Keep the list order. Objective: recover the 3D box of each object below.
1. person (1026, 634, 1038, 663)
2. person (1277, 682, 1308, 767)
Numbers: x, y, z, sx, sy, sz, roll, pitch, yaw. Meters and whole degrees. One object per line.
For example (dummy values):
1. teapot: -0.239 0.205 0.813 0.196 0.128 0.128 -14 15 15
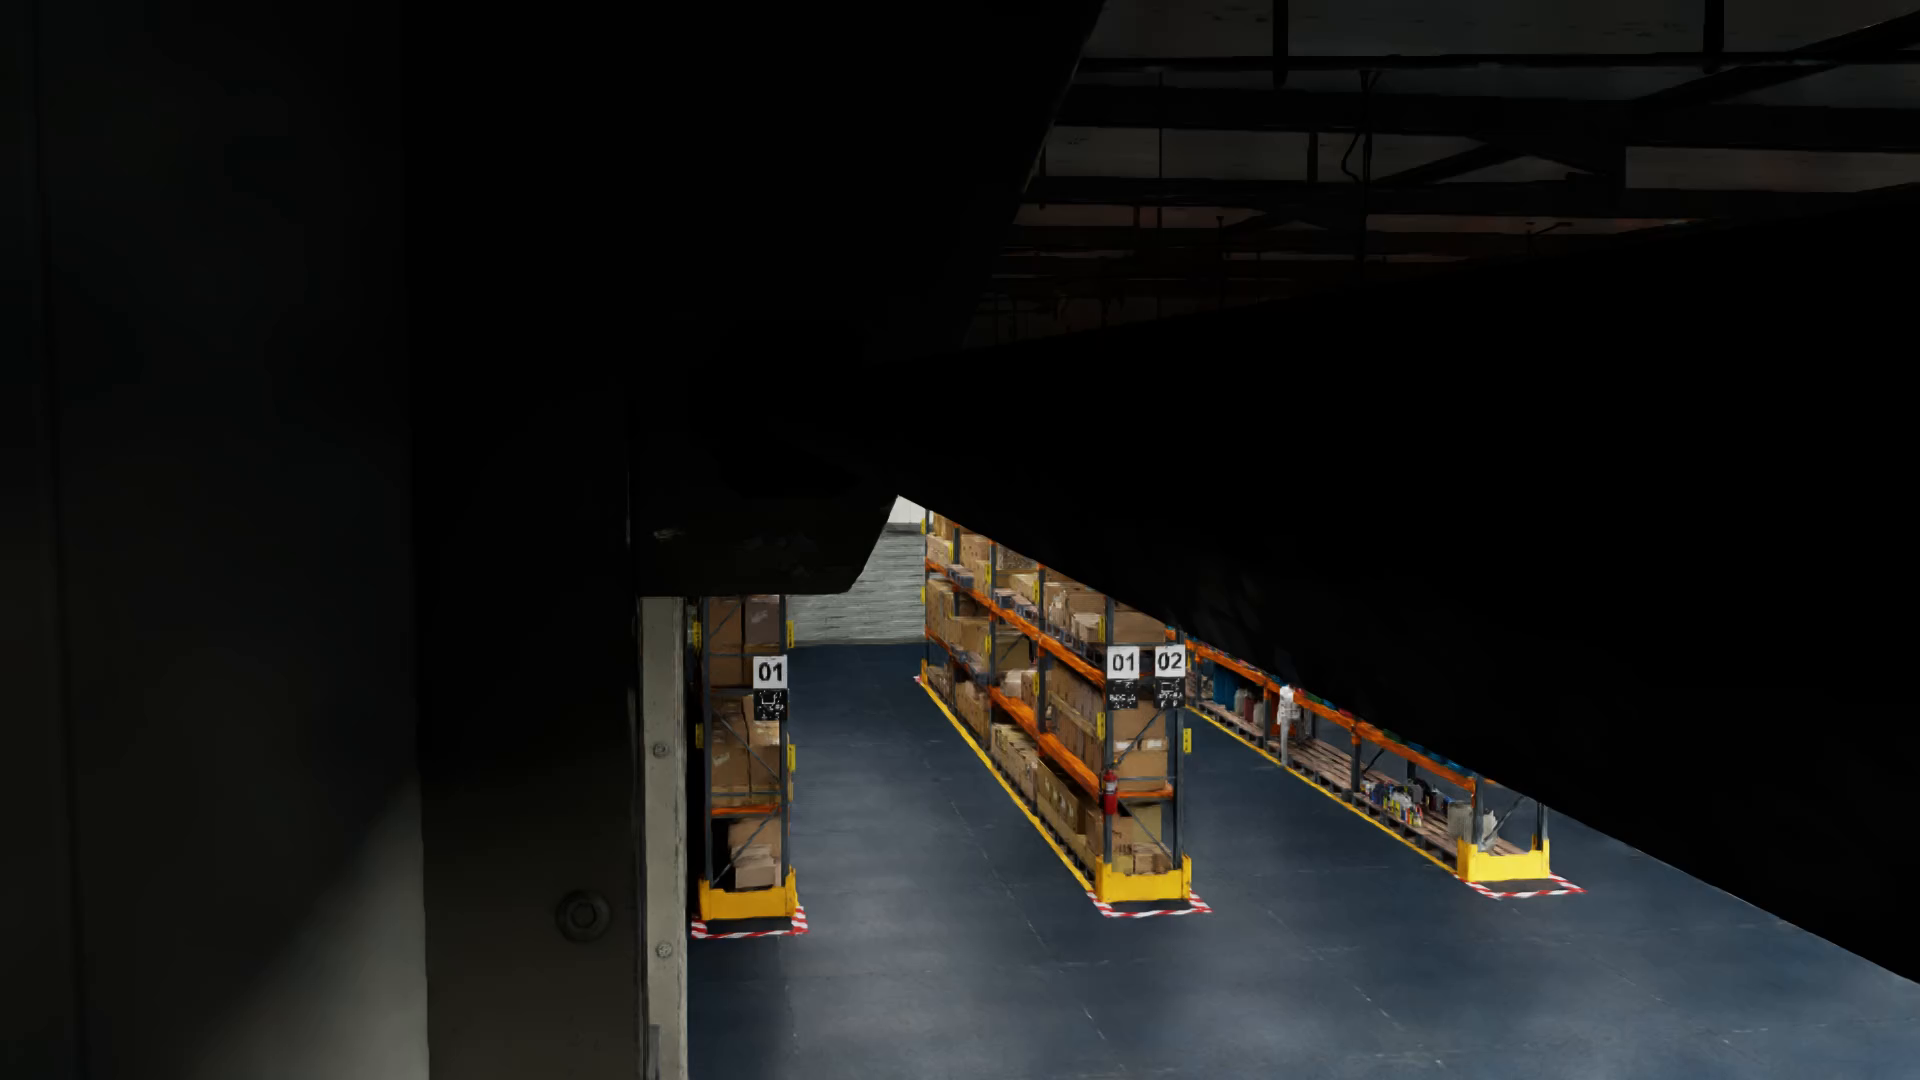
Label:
1. person: 1.506 2.418 34.583 0.382 1.721 0.604 -1 5 -15
2. person: 5.667 3.015 28.340 0.519 1.635 0.947 1 5 12
